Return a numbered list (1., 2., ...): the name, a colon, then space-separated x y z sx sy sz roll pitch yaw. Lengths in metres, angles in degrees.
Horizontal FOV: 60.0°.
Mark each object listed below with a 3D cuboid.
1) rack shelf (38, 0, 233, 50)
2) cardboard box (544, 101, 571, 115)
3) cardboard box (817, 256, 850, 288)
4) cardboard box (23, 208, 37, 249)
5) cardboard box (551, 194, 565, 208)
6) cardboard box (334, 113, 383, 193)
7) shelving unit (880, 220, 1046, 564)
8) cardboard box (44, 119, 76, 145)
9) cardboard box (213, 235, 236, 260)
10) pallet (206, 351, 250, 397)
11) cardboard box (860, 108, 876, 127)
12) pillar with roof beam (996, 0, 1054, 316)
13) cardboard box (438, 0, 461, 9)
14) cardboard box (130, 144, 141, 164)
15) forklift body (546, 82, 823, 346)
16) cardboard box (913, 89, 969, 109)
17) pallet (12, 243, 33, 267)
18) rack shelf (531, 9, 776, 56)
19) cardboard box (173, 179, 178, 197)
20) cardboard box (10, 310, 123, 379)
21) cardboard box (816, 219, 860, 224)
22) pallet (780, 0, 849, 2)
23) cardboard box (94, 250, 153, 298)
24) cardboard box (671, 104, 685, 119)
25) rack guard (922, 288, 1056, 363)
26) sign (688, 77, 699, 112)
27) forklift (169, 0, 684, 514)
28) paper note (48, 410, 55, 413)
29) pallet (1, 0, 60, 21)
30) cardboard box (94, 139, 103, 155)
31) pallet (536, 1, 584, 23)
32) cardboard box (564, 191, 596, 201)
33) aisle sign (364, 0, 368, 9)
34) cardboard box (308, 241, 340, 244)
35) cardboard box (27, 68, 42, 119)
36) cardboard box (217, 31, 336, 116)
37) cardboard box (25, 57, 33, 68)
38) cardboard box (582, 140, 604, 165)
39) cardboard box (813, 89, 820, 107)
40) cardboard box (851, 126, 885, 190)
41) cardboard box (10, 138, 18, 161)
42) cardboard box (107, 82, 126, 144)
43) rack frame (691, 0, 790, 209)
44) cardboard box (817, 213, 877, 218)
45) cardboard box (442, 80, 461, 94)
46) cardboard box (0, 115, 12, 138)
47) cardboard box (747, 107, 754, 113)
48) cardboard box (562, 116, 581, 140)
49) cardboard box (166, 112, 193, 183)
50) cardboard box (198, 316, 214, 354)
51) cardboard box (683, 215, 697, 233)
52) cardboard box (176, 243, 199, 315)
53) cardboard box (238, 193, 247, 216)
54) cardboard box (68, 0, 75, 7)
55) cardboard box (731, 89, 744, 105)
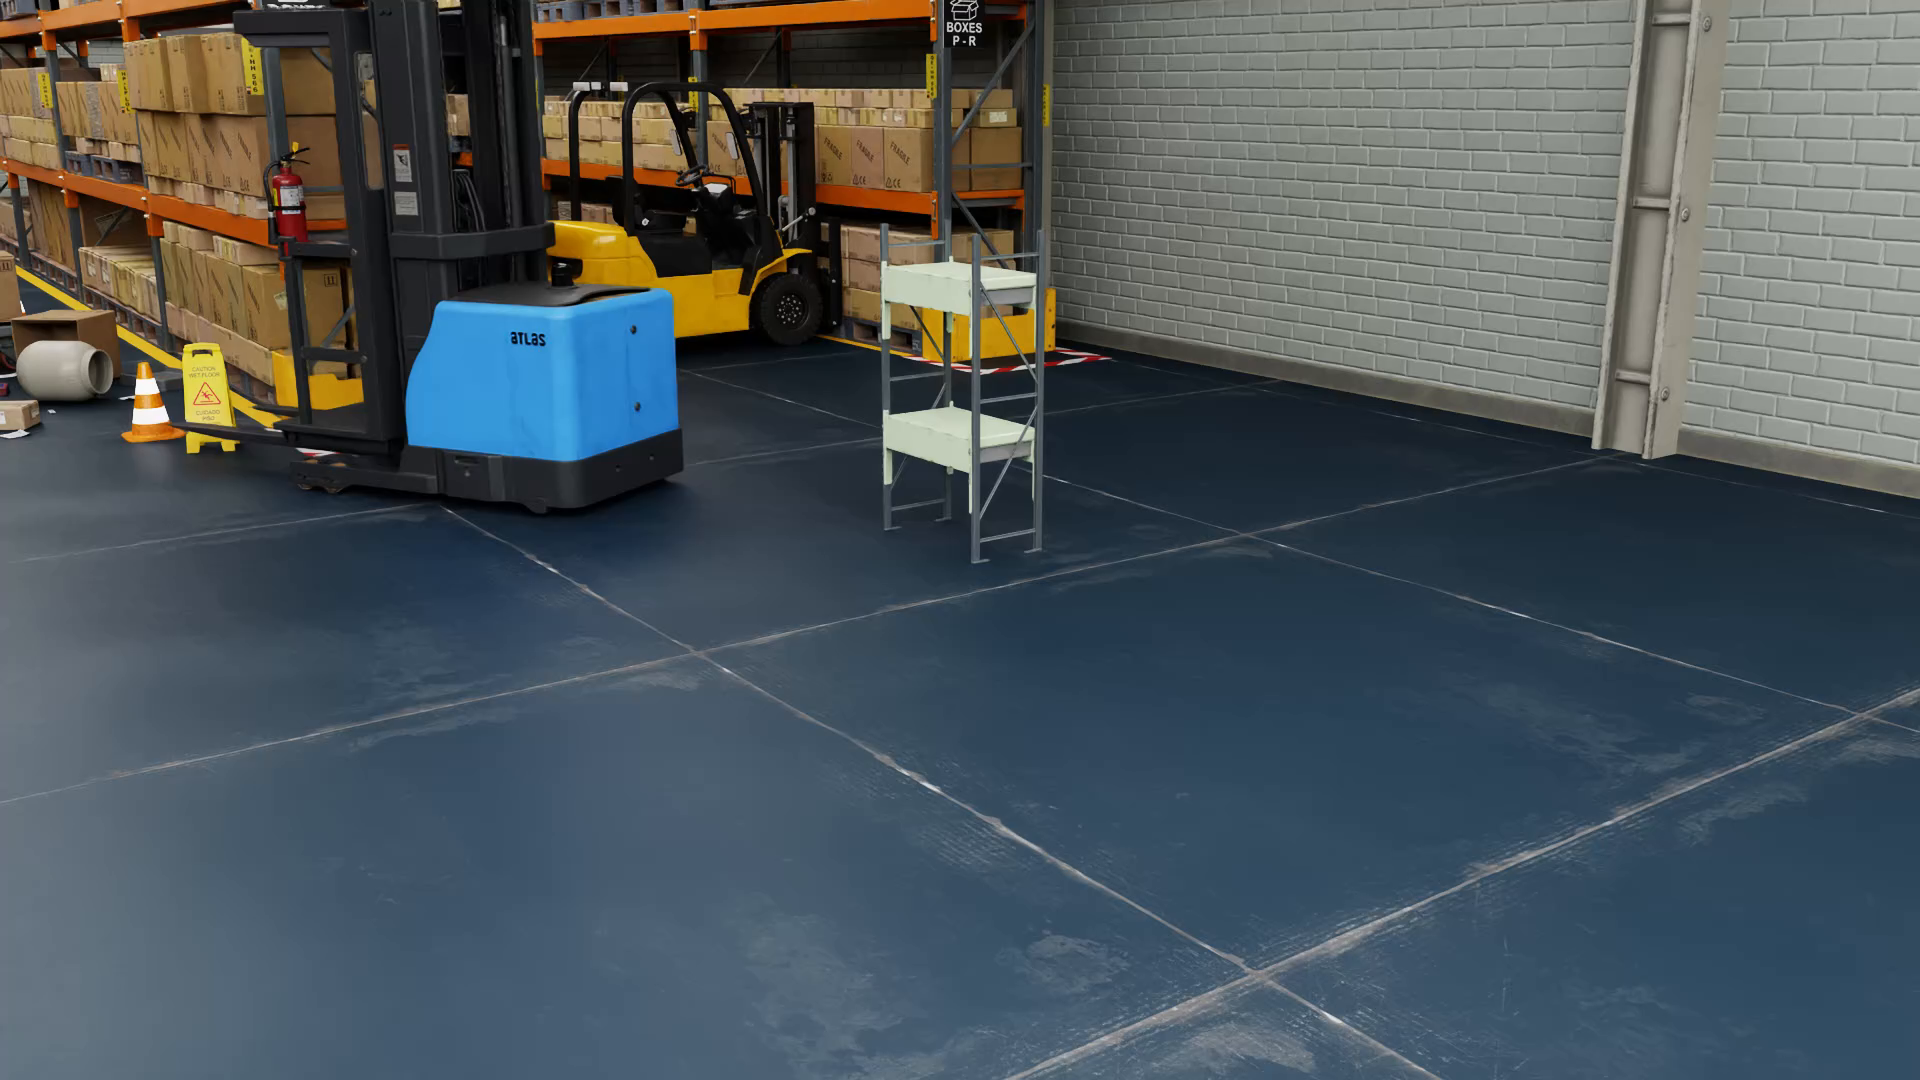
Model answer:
1. rack shelf: -7.309 -4.591 14.849 1.077 0.370 4.000 -11 19 -35
2. cardboard box: -4.523 -4.937 19.013 0.380 0.149 0.250 -10 18 -33
3. cardboard box: -0.914 -2.370 14.519 0.500 0.250 0.500 -11 19 -36
4. cardboard box: -11.119 -3.890 20.664 0.875 0.438 0.875 -11 19 -35
5. cardboard box: -4.967 -4.065 19.958 0.380 0.149 0.250 -12 19 -37
6. cardboard box: -3.835 -2.546 10.943 0.500 0.500 0.500 -11 19 -35
7. shelving unit: 0.004 -0.722 7.873 0.431 1.500 0.755 -11 19 -35
8. cardboard box: -8.975 -4.151 16.898 0.500 0.250 0.500 -11 19 -35
9. cardboard box: -5.032 -2.070 11.721 0.380 0.149 0.250 -10 18 -32
10. pallet: -4.988 -1.320 12.501 1.003 0.211 1.213 -11 19 -35
11. cardboard box: -0.613 -3.542 13.919 0.380 0.149 0.250 -11 19 -35
12. pillar with roof beam: -2.931 -5.495 11.107 9.100 9.000 0.400 -11 19 -35
13. cardboard box: -6.367 -6.777 20.963 0.380 0.149 0.250 -11 19 -35
14. cardboard box: -6.659 -3.212 13.812 0.380 0.149 0.250 -11 19 -34
15. forklift body: -2.359 -2.694 13.843 2.313 2.155 1.214 -11 19 -35
16. cardboard box: -0.149 -3.530 13.308 0.380 0.149 0.250 -11 19 -34
17. pallet: -11.221 -3.602 20.836 1.003 0.211 1.213 -11 19 -35
18. rack shelf: -3.296 -5.362 17.666 1.077 0.370 4.000 -11 19 -35
19. cardboard box: -5.836 -2.728 12.837 0.380 0.149 0.250 -11 19 -35
20. cardboard box: -6.604 -1.420 12.311 0.500 0.500 0.500 1 15 4
21. cardboard box: -1.193 -2.713 14.827 0.500 0.250 0.500 -11 19 -36
22. pallet: -0.885 -4.801 14.421 1.003 0.211 1.213 -11 19 -35
23. cardboard box: -7.720 -2.575 15.984 0.950 0.372 0.625 -11 19 -36
24. cardboard box: -2.667 -4.287 16.640 0.380 0.149 0.250 -11 19 -35
25. rack guard: 0.246 -1.770 13.598 1.175 0.500 0.348 -11 19 -35
26. sign: -2.553 -4.269 15.949 0.100 0.325 0.005 -11 19 -35
27. forklift: -3.093 -1.785 9.045 3.031 2.935 1.130 7 17 24
28. paper note: -6.140 -0.870 11.237 0.032 0.001 0.123 -11 19 -35
29. pallet: -9.566 -5.642 17.682 1.003 0.211 1.213 -10 18 -32
30. cardboard box: -7.832 -3.669 15.479 0.380 0.149 0.250 -10 18 -31
31. pallet: -4.001 -5.914 18.678 1.213 0.211 1.003 -10 18 -32
32. cardboard box: -4.661 -4.220 20.523 0.380 0.149 0.250 -10 18 -33
33. aisle sign: -3.494 -3.499 10.253 0.394 0.787 0.004 -11 19 -35
34. cardboard box: -4.967 -2.000 12.695 0.500 0.500 0.500 -10 18 -32
35. cardboard box: -9.309 -4.627 17.215 0.500 0.500 0.500 -10 18 -34
36. cardboard box: -4.258 -2.959 10.559 0.700 0.500 0.500 -11 19 -36
37. cardboard box: -11.343 -5.705 19.927 0.380 0.149 0.250 -10 18 -33
38. cardboard box: -3.809 -4.267 18.270 0.500 0.250 0.500 -12 19 -36
39. cardboard box: -1.056 -3.856 14.502 0.380 0.149 0.250 -11 19 -34
40. cardboard box: -0.568 -3.206 13.918 0.500 0.500 0.500 -10 18 -33
41. cardboard box: -10.486 -4.455 18.955 0.500 0.250 0.500 -11 19 -36
42. cardboard box: -6.883 -3.627 14.098 0.500 0.500 0.500 -11 19 -34
43. rack frame: -2.120 -3.835 16.407 1.000 3.000 0.127 -11 19 -35
44. cardboard box: -1.078 -2.903 15.519 0.500 0.250 0.500 -11 19 -34
45. cardboard box: -7.484 -6.336 23.843 0.500 0.500 0.500 -11 19 -36
46. cardboard box: -10.806 -4.803 19.281 0.500 0.250 0.500 -12 19 -36
47. cardboard box: -1.731 -3.917 15.287 0.380 0.149 0.250 -10 18 -33
48. cardboard box: -4.115 -4.618 18.606 0.500 0.250 0.500 -10 18 -33
49. cardboard box: -5.501 -2.906 12.258 0.500 0.500 0.500 -11 19 -35
50. cardboard box: -5.367 -1.547 12.461 0.500 0.250 0.500 -11 19 -35
51. cardboard box: -2.436 -3.002 17.066 0.875 0.625 0.625 -10 18 -32
52. cardboard box: -5.680 -2.022 12.773 0.500 0.500 0.500 -10 18 -32
53. cardboard box: -4.546 -2.230 11.019 0.380 0.149 0.250 -11 19 -35
54. cardboard box: -7.936 -5.209 15.556 0.700 0.500 0.500 -11 19 -35
55. cardboard box: -1.932 -4.187 15.709 0.380 0.149 0.250 -11 19 -34
